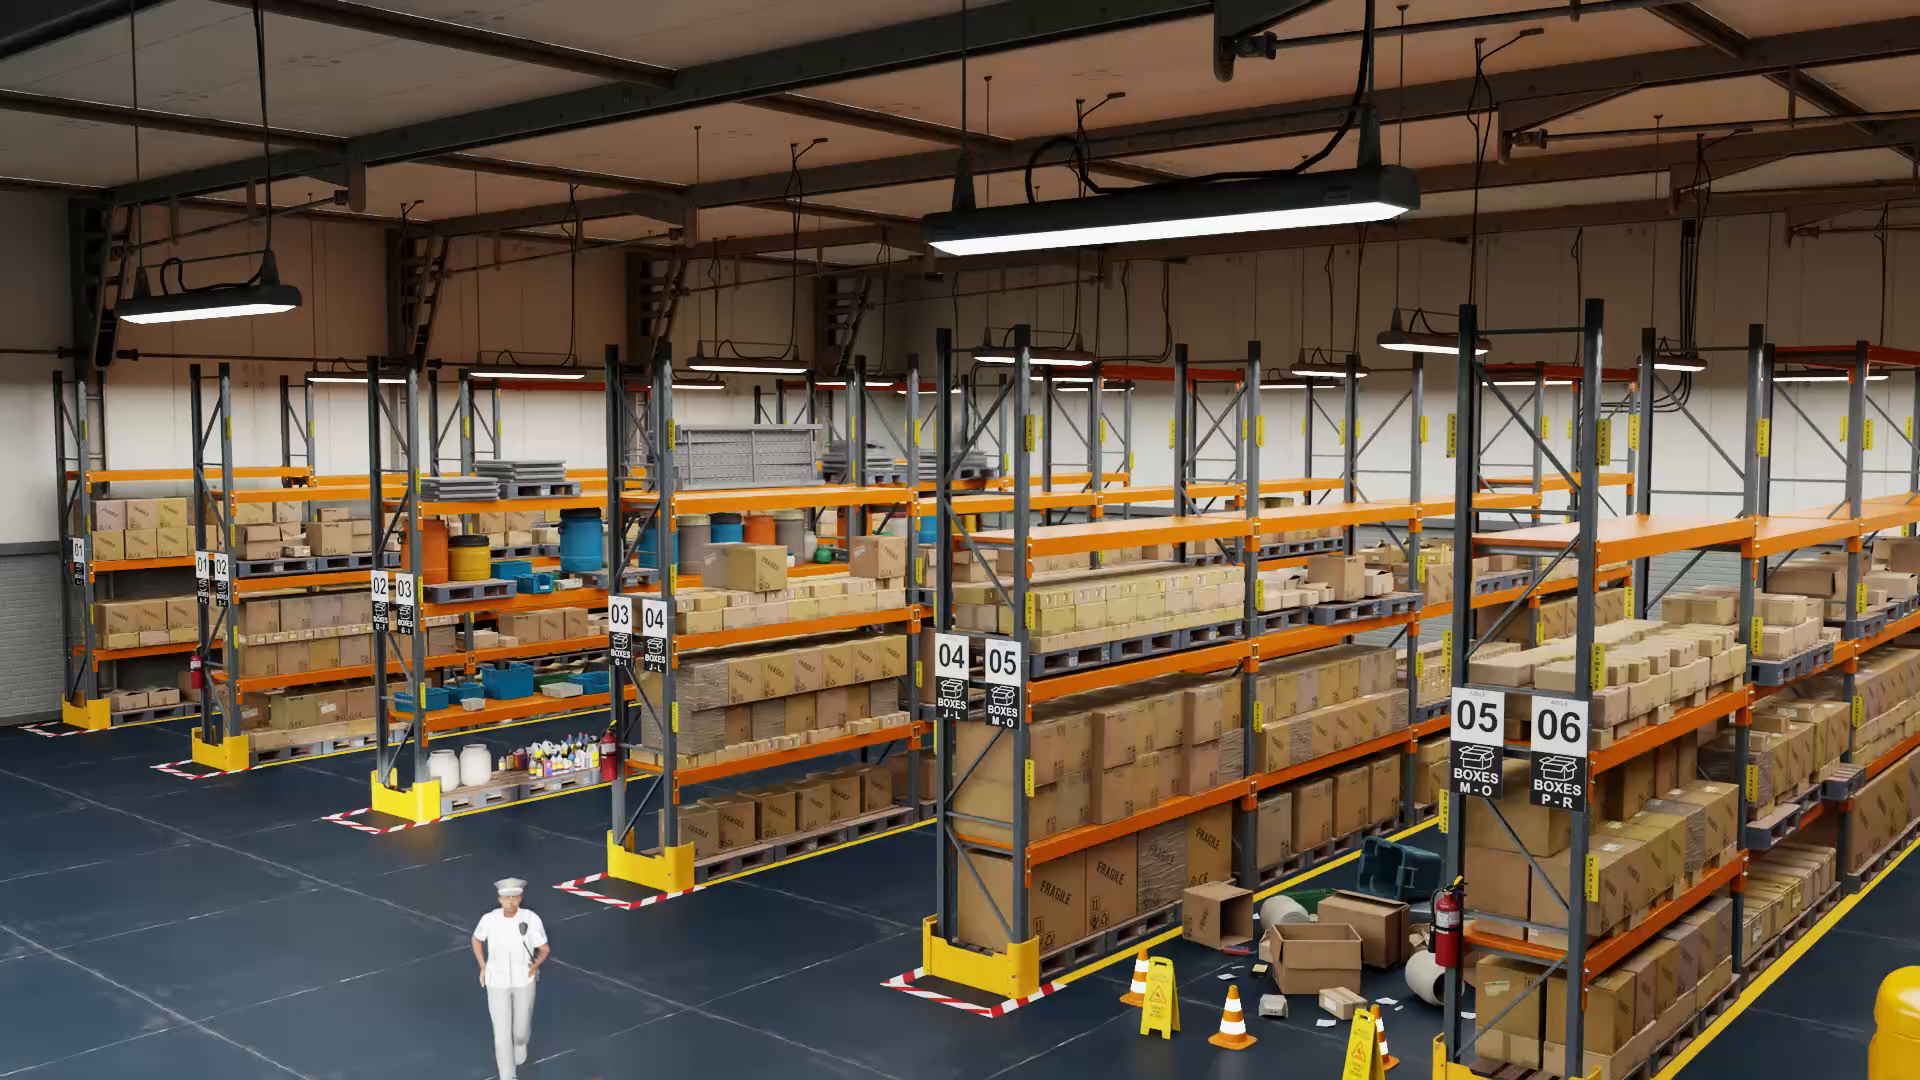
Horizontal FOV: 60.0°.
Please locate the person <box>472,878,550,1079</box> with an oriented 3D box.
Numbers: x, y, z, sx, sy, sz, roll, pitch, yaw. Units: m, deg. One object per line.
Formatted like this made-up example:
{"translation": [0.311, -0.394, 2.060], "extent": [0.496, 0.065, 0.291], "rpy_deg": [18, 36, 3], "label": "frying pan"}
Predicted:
{"translation": [-3.440, 3.409, 12.753], "extent": [0.580, 1.700, 0.898], "rpy_deg": [-1, 4, -15], "label": "person"}
